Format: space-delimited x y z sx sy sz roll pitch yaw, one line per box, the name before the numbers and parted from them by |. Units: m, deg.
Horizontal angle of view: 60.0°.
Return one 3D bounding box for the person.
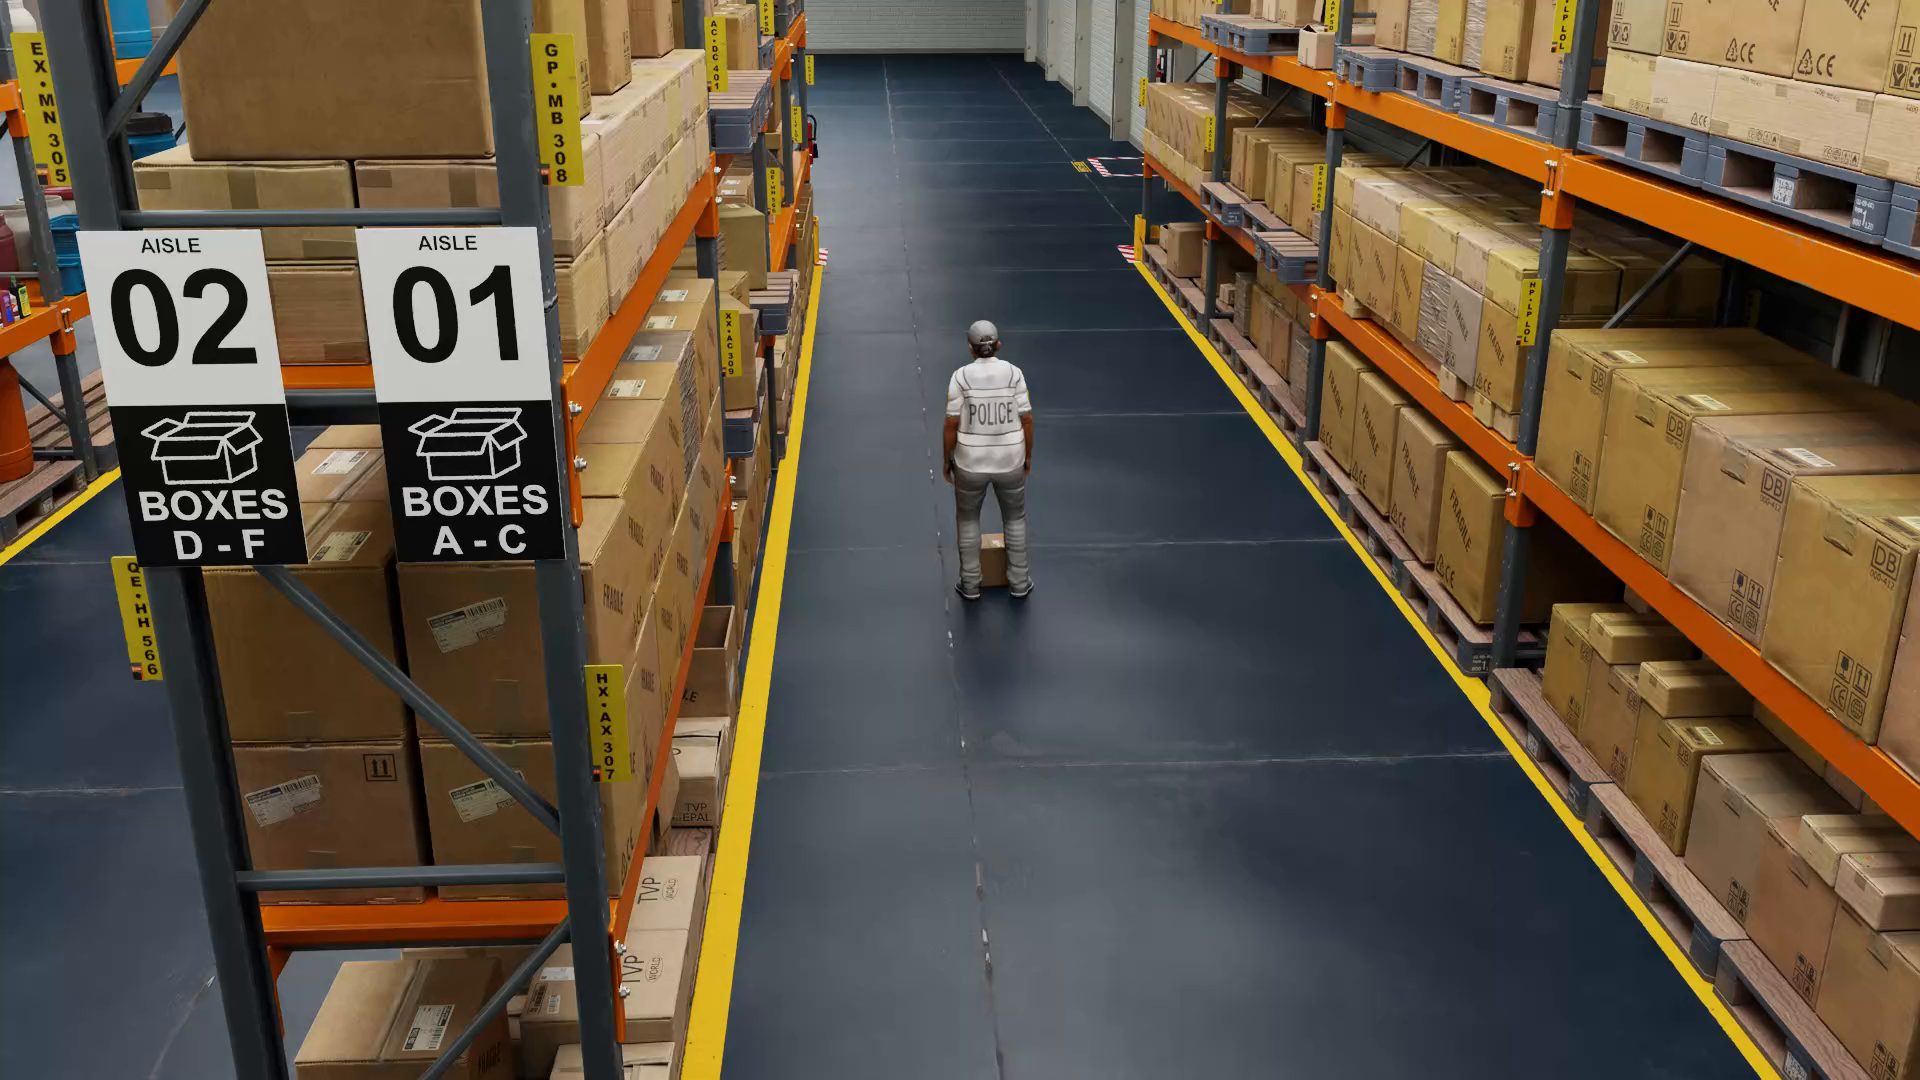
person | 0.179 -0.493 9.792 0.524 1.599 0.464 -2 21 -5
